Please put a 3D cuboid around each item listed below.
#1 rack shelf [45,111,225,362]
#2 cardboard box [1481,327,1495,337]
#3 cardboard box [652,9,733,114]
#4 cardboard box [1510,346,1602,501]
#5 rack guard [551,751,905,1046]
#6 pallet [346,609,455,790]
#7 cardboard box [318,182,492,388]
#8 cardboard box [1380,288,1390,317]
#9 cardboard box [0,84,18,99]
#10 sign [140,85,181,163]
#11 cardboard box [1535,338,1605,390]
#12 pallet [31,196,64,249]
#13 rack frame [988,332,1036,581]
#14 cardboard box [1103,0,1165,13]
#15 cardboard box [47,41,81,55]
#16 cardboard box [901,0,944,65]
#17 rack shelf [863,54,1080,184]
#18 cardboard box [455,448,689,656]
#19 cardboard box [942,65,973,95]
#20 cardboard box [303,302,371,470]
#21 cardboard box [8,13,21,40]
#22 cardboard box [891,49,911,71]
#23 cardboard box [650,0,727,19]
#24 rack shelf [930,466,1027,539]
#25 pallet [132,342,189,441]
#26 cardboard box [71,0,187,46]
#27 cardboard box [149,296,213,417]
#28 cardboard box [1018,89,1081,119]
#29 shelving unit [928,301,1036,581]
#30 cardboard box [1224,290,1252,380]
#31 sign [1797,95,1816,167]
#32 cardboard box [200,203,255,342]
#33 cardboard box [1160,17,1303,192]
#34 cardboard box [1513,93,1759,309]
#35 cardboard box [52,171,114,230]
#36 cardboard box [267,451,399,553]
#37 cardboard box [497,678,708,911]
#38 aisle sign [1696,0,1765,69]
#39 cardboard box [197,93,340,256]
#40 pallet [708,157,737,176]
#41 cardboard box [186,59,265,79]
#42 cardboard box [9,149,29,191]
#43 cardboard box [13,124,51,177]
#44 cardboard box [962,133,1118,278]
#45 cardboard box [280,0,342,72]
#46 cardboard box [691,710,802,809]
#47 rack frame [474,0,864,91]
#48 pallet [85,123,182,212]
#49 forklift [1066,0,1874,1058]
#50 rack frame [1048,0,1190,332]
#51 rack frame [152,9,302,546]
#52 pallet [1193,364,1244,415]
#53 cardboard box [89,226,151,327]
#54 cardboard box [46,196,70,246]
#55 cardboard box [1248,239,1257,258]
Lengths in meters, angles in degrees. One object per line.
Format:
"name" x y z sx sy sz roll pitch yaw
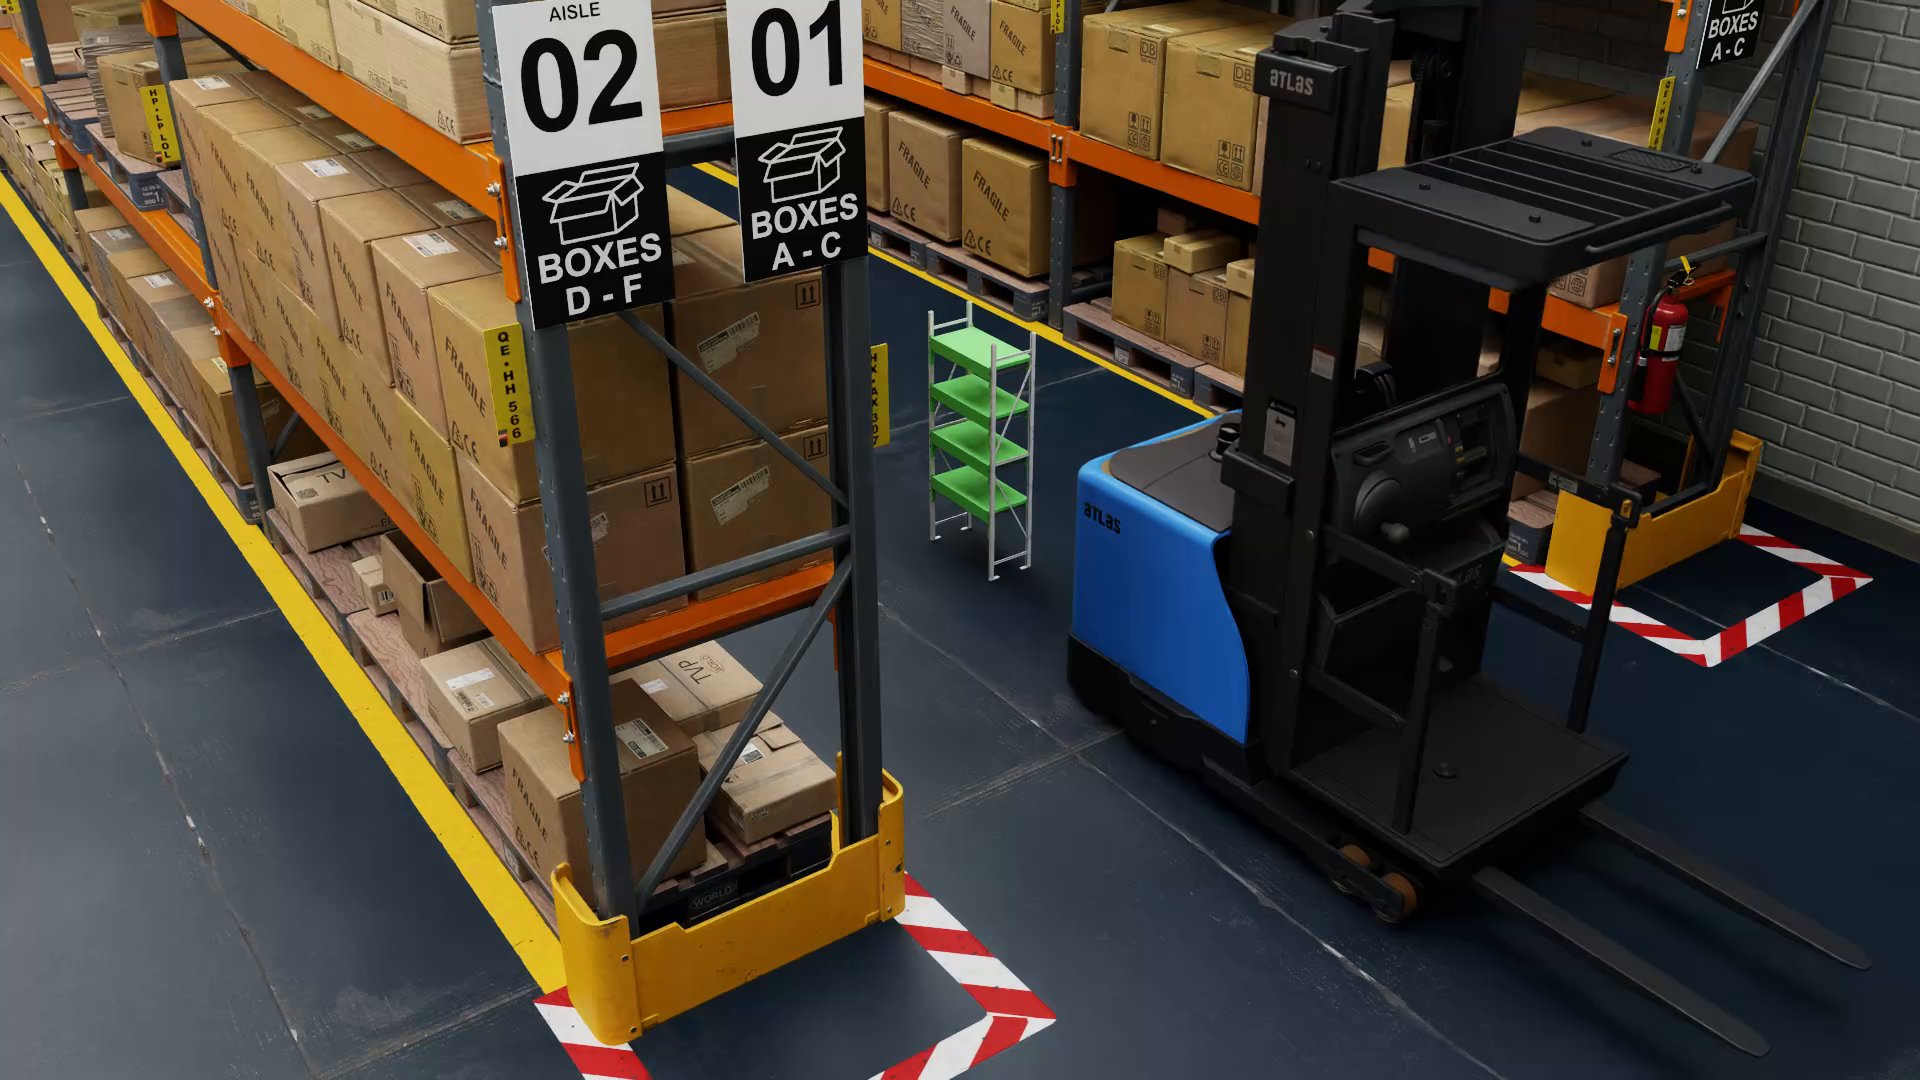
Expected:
"rack shelf" -4.179 -1.912 9.382 1.077 0.370 4.000 -19 34 -31
"cardboard box" 2.475 -0.983 8.416 0.380 0.149 0.250 -18 33 -29
"cardboard box" -0.790 -1.418 4.733 0.500 0.250 0.500 -19 34 -31
"cardboard box" 2.847 -0.599 8.390 0.700 0.500 0.500 -19 34 -31
"rack guard" -0.743 1.173 5.566 1.175 0.500 0.348 -19 34 -31
"pallet" -1.910 0.516 7.078 1.003 0.211 1.213 -19 34 -31
"cardboard box" -1.779 -0.873 5.561 0.500 0.500 0.500 -18 33 -29
"cardboard box" 2.495 -1.284 8.971 0.380 0.149 0.250 -18 33 -30
"cardboard box" -7.623 -3.554 13.505 0.500 0.311 0.500 -19 34 -30
"sign" -3.469 -1.805 7.217 0.100 0.325 0.005 -19 34 -31
"cardboard box" 3.082 -0.891 8.247 0.380 0.149 0.250 -19 34 -30
"pallet" -6.489 -2.585 12.789 1.003 0.211 1.213 -19 34 -31
"rack frame" 0.238 -0.368 7.670 0.240 1.200 0.015 -19 34 -31
"cardboard box" 0.952 -3.256 10.665 0.500 0.500 0.500 -20 34 -32
"cardboard box" -6.125 -3.376 11.586 0.380 0.149 0.250 -16 32 -27
"cardboard box" -0.048 -3.510 11.133 0.500 0.500 0.500 -19 34 -31
"rack shelf" -0.146 -3.285 11.910 1.077 0.370 4.000 -19 34 -31
"cardboard box" -1.180 -0.039 5.073 0.500 0.500 0.500 -18 33 -29
"cardboard box" 0.107 -3.066 10.995 0.380 0.149 0.250 -19 34 -31
"cardboard box" -2.061 -0.631 6.164 0.500 0.500 0.500 -19 34 -31
"cardboard box" -6.922 -4.097 12.546 0.500 0.500 0.500 -16 32 -27
"cardboard box" -0.259 -3.388 11.587 0.380 0.149 0.250 -18 33 -29
"cardboard box" -0.785 -1.640 4.616 0.500 0.250 0.500 -19 34 -31
"rack shelf" 0.096 -0.196 7.990 0.258 0.148 0.480 -19 34 -31
"pallet" -4.234 -1.006 9.881 1.003 0.211 1.213 -19 34 -31
"cardboard box" -4.882 -3.021 10.125 0.500 0.500 0.700 19 34 30
"cardboard box" -4.109 -1.048 9.195 0.500 0.500 0.500 -18 33 -30
"cardboard box" 0.587 -2.775 10.459 0.380 0.149 0.250 -18 34 -30
"shelving unit" 0.096 -0.463 7.845 0.258 1.200 0.503 -19 34 -31
"cardboard box" 1.949 -1.194 9.485 0.700 0.500 0.500 -18 33 -30
"sign" 3.790 -1.835 7.496 0.100 0.325 0.005 -19 34 -31
"cardboard box" -2.945 -1.221 7.251 0.500 0.500 0.500 -18 33 -29
"cardboard box" 1.734 -2.455 9.313 0.980 0.700 0.700 -20 34 -32
"cardboard box" 3.030 -1.596 7.731 0.980 0.700 0.700 -17 33 -28
"cardboard box" -5.844 -2.364 11.314 0.500 0.311 0.500 -18 33 -29
"cardboard box" -2.952 -0.240 7.905 0.500 0.311 0.500 -19 34 -31
"cardboard box" -1.215 0.866 5.671 0.500 0.500 0.500 -19 34 -31
"aisle sign" 3.131 -2.300 6.618 0.394 0.787 0.004 -19 34 -31
"cardboard box" -2.675 -1.473 6.666 0.500 0.500 0.500 -20 34 -32
"pallet" -1.758 -3.458 14.395 1.003 0.211 1.213 -19 34 -31
"cardboard box" -3.562 -2.175 8.568 0.700 0.500 0.500 -13 31 -23
"cardboard box" -7.029 -2.912 12.910 0.500 0.250 0.500 -20 34 -32
"cardboard box" -6.730 -2.957 12.405 0.500 0.311 0.500 -18 33 -29
"cardboard box" 0.531 -2.280 11.118 0.750 0.750 0.750 -18 33 -30
"cardboard box" -1.793 -1.663 5.183 0.500 0.250 0.500 -19 34 -31
"cardboard box" -0.807 0.801 6.140 0.380 0.166 0.250 -19 34 -31
"rack frame" -0.699 -2.532 3.484 1.000 3.000 0.127 -19 34 -31
"pallet" -4.208 -2.167 9.298 1.003 0.211 1.213 -19 34 -31
"forklift" 1.737 -0.224 5.591 1.130 2.935 3.031 -20 34 -32
"rack frame" 1.014 -2.824 10.306 1.000 3.000 0.127 -19 34 -31
"rack frame" -3.019 -1.451 7.779 1.000 3.000 0.127 -19 34 -31
"pallet" 2.103 -0.806 9.514 1.003 0.211 1.213 -19 34 -31
"cardboard box" -5.000 -1.643 10.290 0.500 0.500 0.500 -20 34 -32
"cardboard box" -6.145 -2.319 11.817 0.500 0.250 0.500 -19 34 -31
"cardboard box" 1.902 -1.681 9.701 0.380 0.149 0.250 -20 34 -32
